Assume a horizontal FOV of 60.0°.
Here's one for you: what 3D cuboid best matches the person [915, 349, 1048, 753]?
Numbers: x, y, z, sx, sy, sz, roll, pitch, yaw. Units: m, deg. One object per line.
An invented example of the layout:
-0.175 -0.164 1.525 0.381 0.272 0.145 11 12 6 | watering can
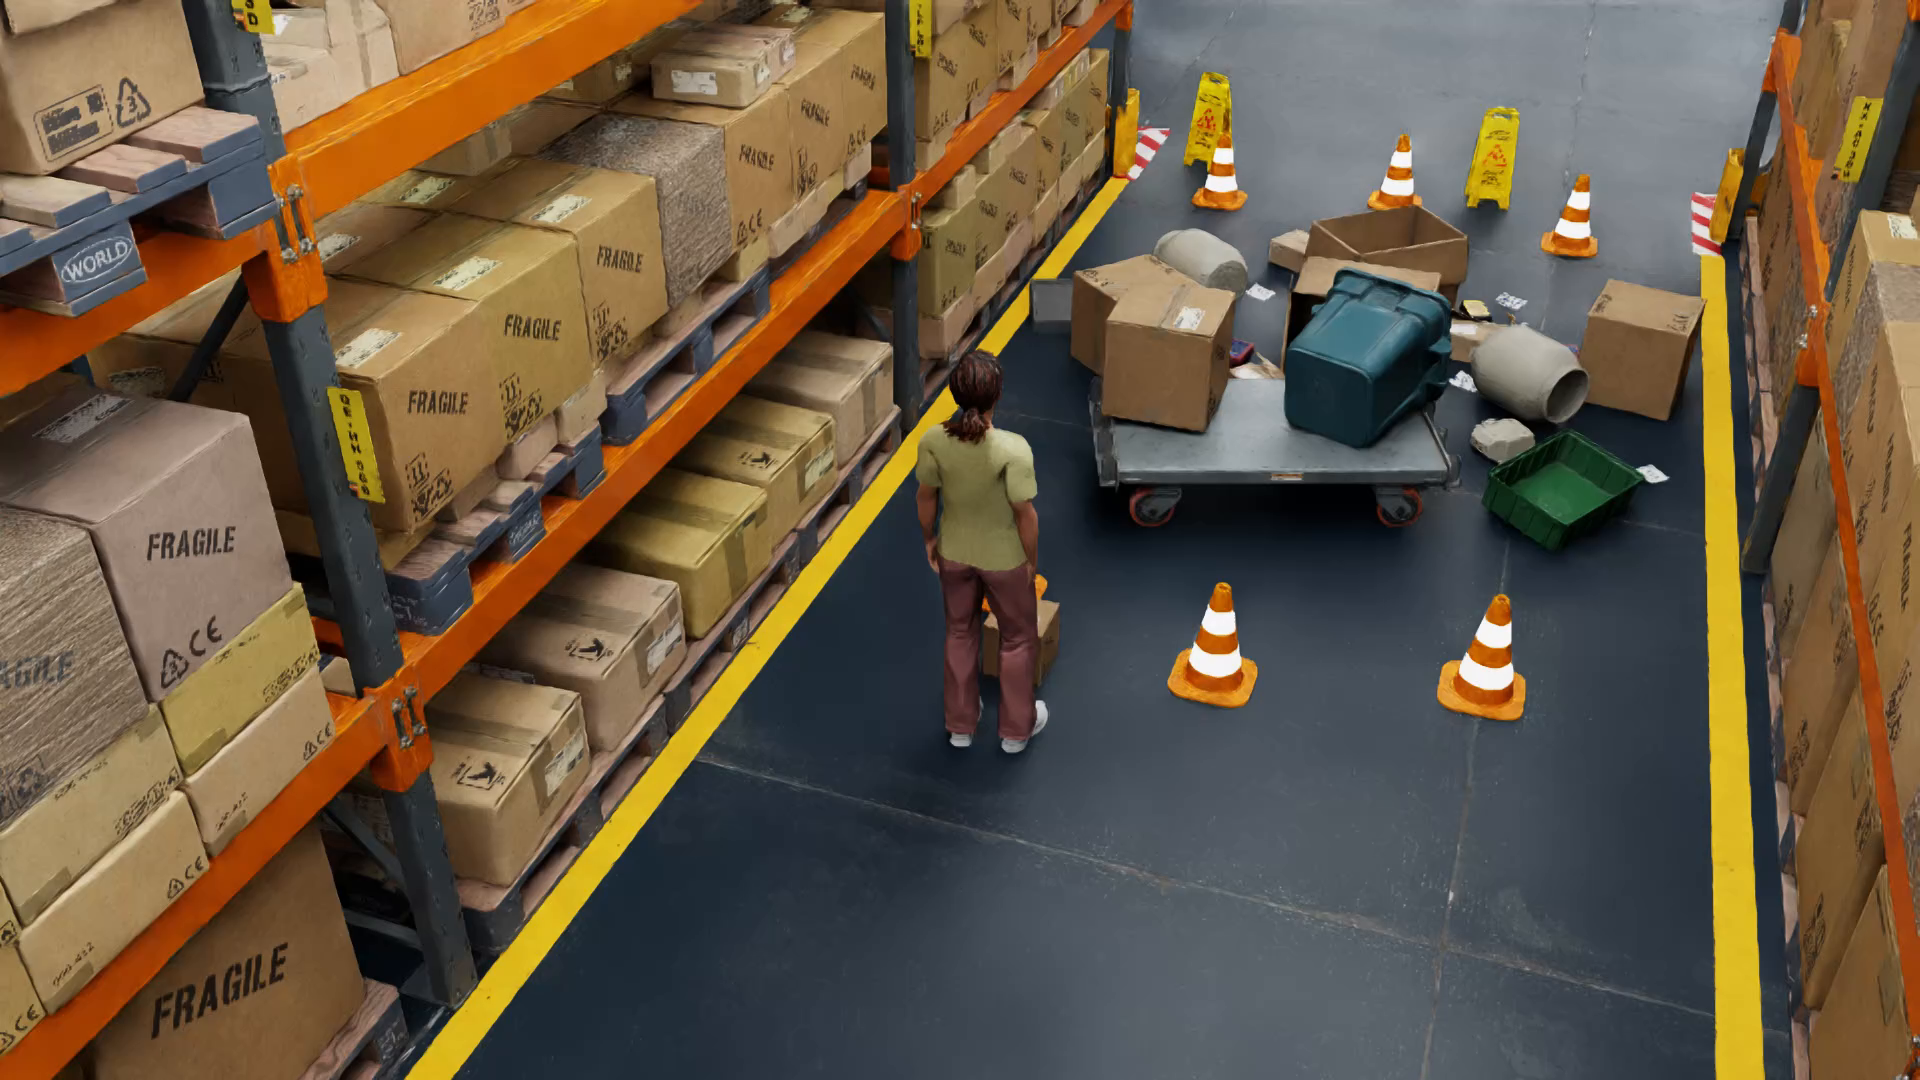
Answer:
0.080 0.050 6.067 0.462 1.674 0.418 12 35 17 | person
